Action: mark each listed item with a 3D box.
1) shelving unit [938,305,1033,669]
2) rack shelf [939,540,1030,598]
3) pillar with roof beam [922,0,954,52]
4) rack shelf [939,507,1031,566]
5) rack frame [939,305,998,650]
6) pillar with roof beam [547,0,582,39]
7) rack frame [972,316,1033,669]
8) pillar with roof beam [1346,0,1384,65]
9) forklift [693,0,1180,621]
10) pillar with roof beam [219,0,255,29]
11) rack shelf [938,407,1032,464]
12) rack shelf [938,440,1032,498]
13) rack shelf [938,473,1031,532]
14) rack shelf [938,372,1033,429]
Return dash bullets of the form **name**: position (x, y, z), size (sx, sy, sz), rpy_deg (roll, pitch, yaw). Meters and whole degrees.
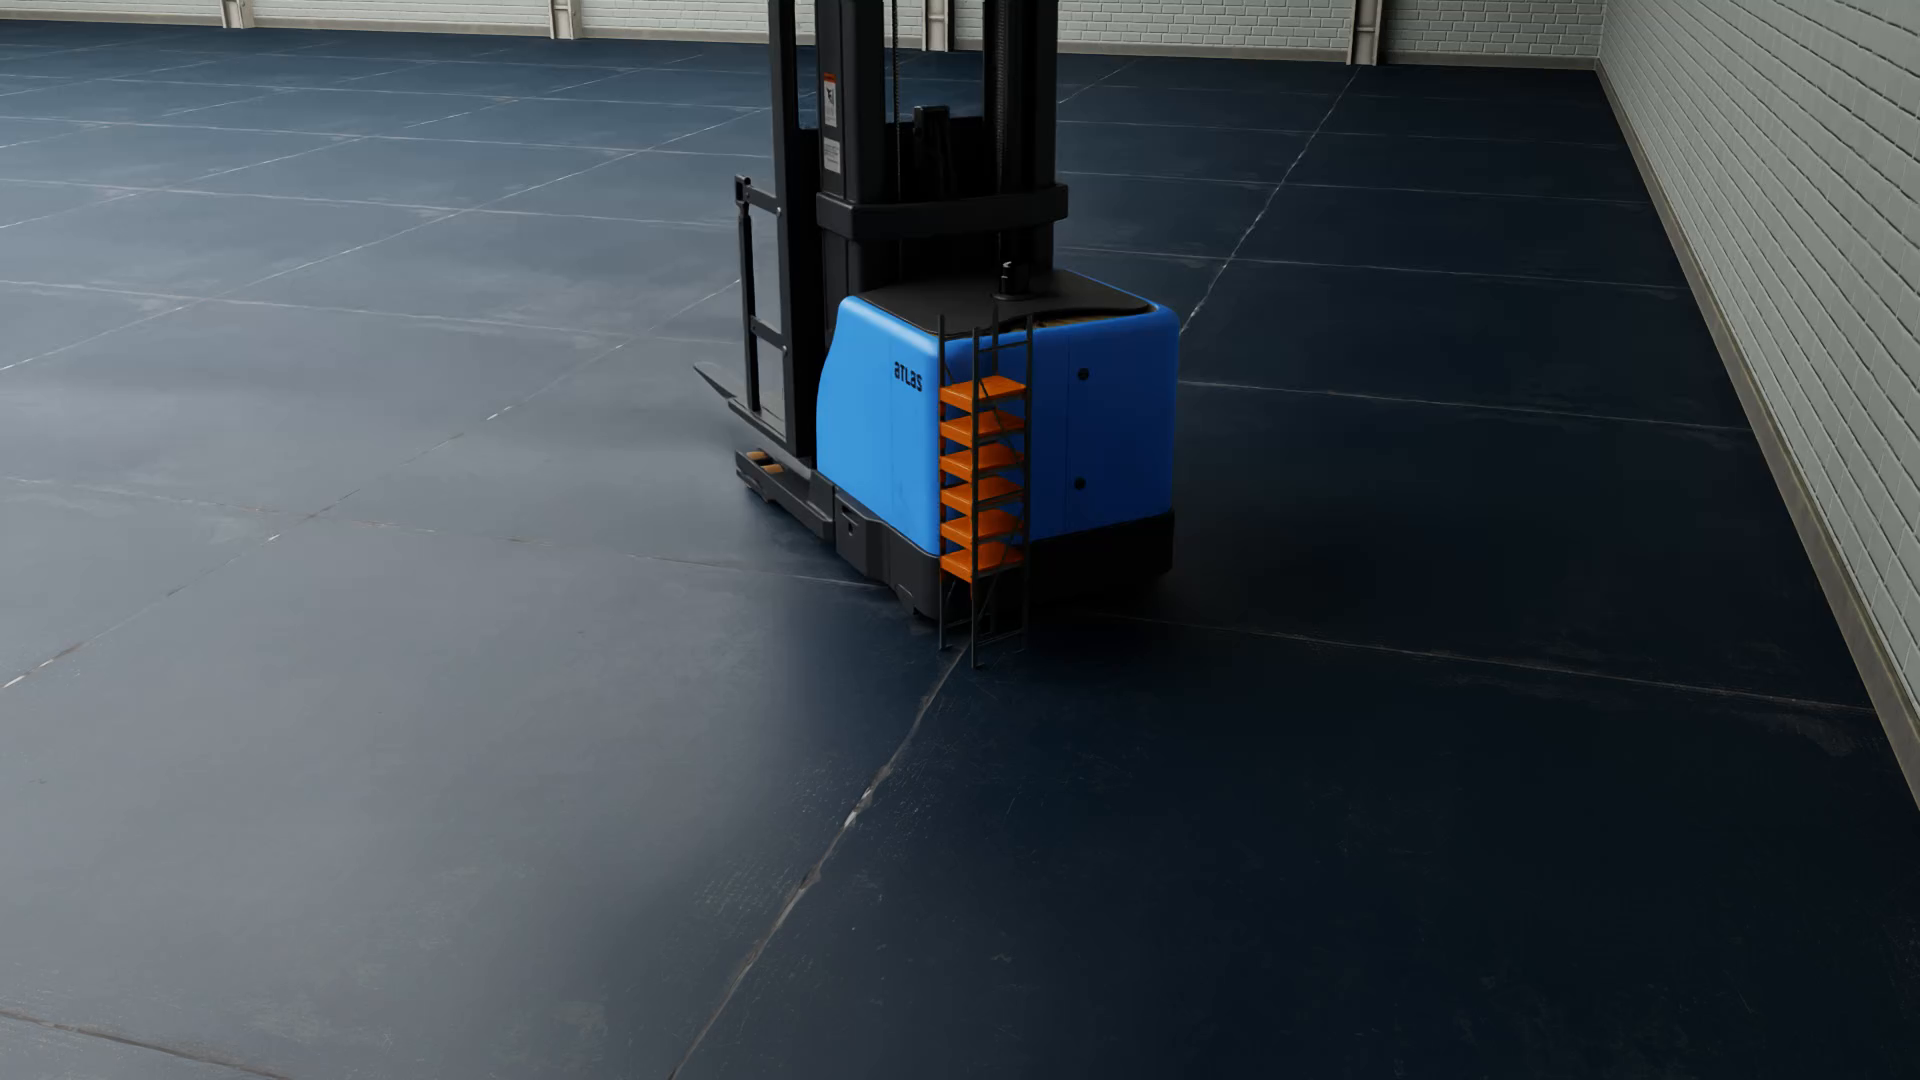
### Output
- **shelving unit**: position (0.084, -0.169, 5.602), size (0.258, 1.200, 0.189), rpy_deg (-16, 27, -34)
- **rack shelf**: position (0.084, 0.094, 5.710), size (0.258, 0.103, 0.180), rpy_deg (-16, 27, -34)
- **pillar with roof beam**: position (-1.559, -9.683, 18.520), size (0.400, 9.000, 9.100), rpy_deg (7, 23, 16)
- **rack shelf**: position (0.084, -0.017, 5.664), size (0.258, 0.103, 0.180), rpy_deg (-16, 27, -34)
- **rack frame**: position (0.029, -0.197, 5.670), size (0.240, 1.200, 0.006), rpy_deg (-16, 27, -34)
- **pillar with roof beam**: position (-7.303, -10.341, 20.123), size (0.400, 9.000, 9.100), rpy_deg (7, 23, 16)
- **rack frame**: position (0.138, -0.141, 5.534), size (0.240, 1.200, 0.006), rpy_deg (-16, 27, -34)
- **pillar with roof beam**: position (4.186, -9.026, 16.916), size (0.400, 9.000, 9.100), rpy_deg (7, 23, 16)
- **forklift**: position (-0.331, -1.589, 6.782), size (1.130, 2.935, 3.031), rpy_deg (-11, 25, -26)
- **pillar with roof beam**: position (-13.047, -10.999, 21.727), size (0.400, 9.000, 9.100), rpy_deg (7, 23, 16)
- **rack shelf**: position (0.084, -0.350, 5.527), size (0.258, 0.103, 0.180), rpy_deg (-16, 27, -34)
- **rack shelf**: position (0.084, -0.239, 5.573), size (0.258, 0.103, 0.180), rpy_deg (-16, 27, -34)
- **rack shelf**: position (0.084, -0.128, 5.618), size (0.258, 0.103, 0.180), rpy_deg (-16, 27, -34)
- **rack shelf**: position (0.084, -0.461, 5.482), size (0.258, 0.103, 0.180), rpy_deg (-16, 27, -34)
